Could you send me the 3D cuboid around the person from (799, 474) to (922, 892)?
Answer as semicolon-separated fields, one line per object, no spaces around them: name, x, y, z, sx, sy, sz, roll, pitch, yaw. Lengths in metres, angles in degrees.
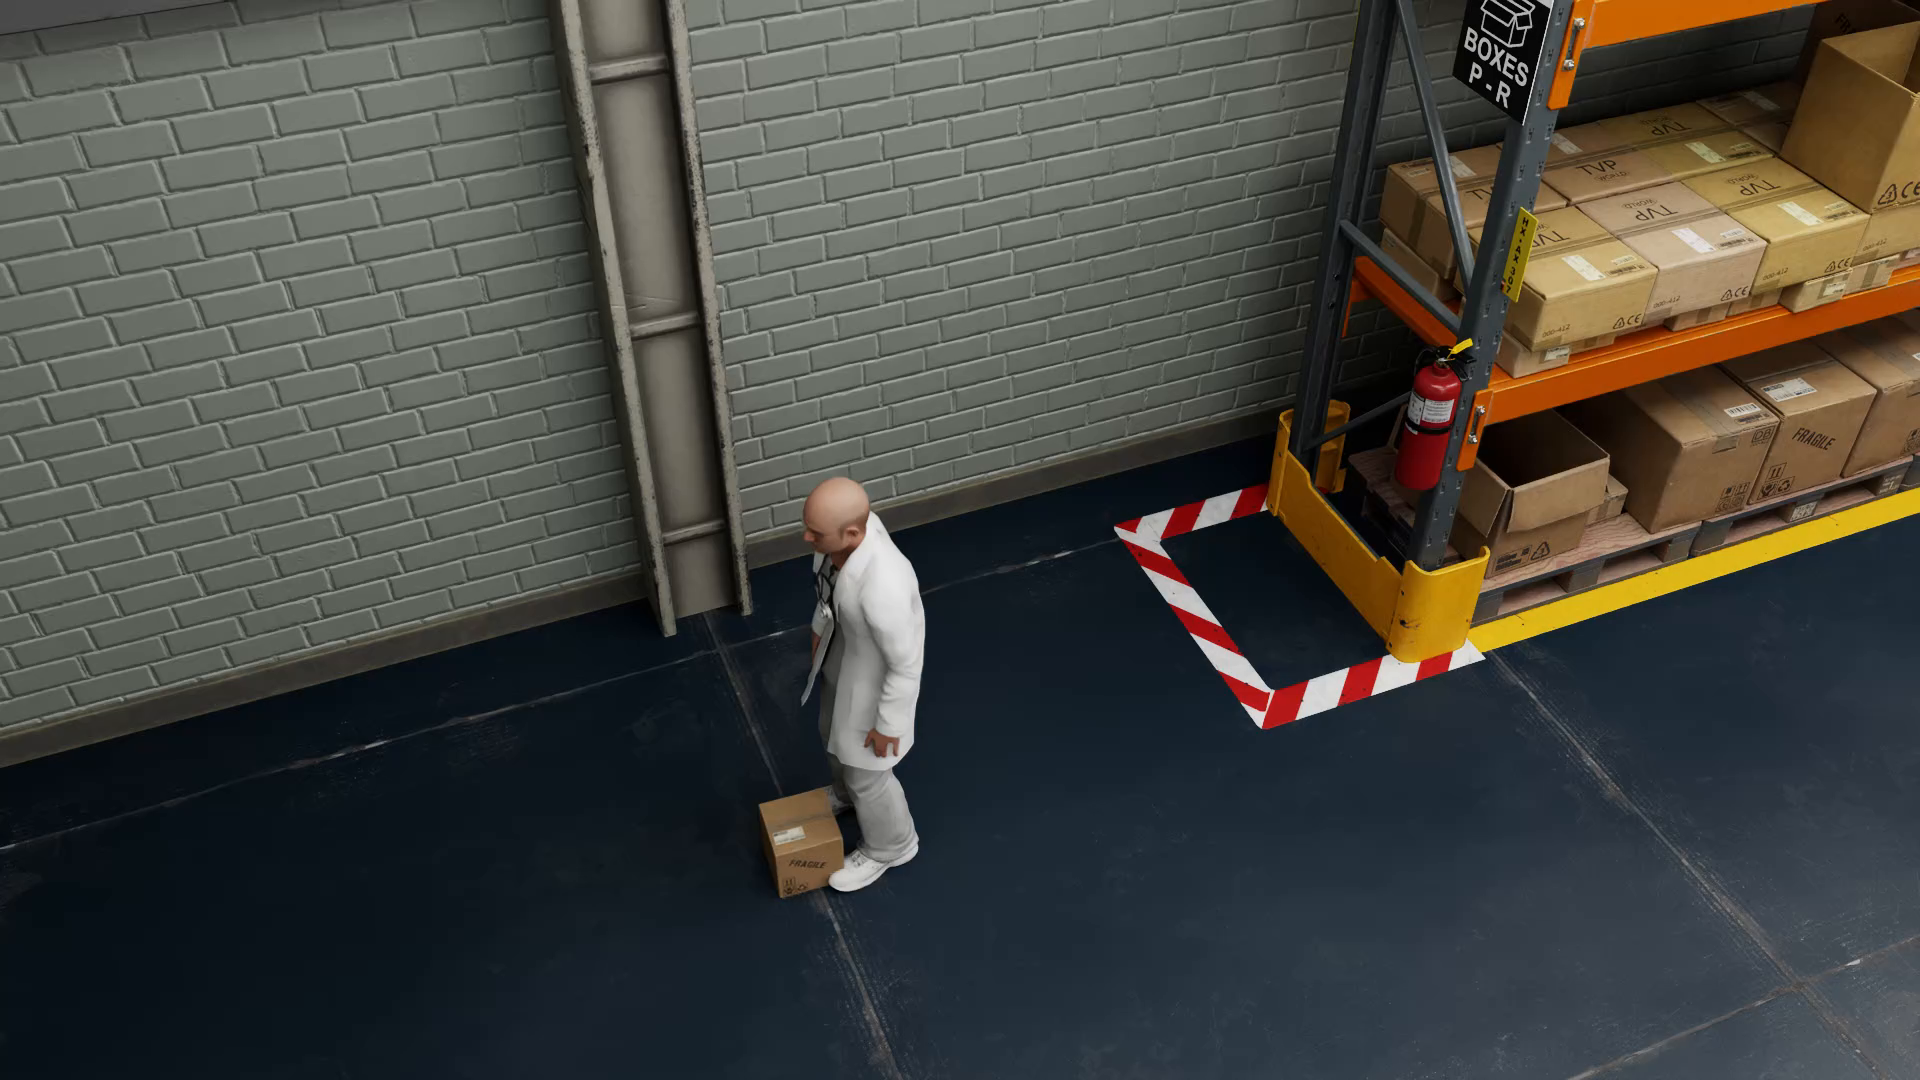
person;-0.349;0.464;5.640;0.420;1.774;0.643;-15;43;-17
